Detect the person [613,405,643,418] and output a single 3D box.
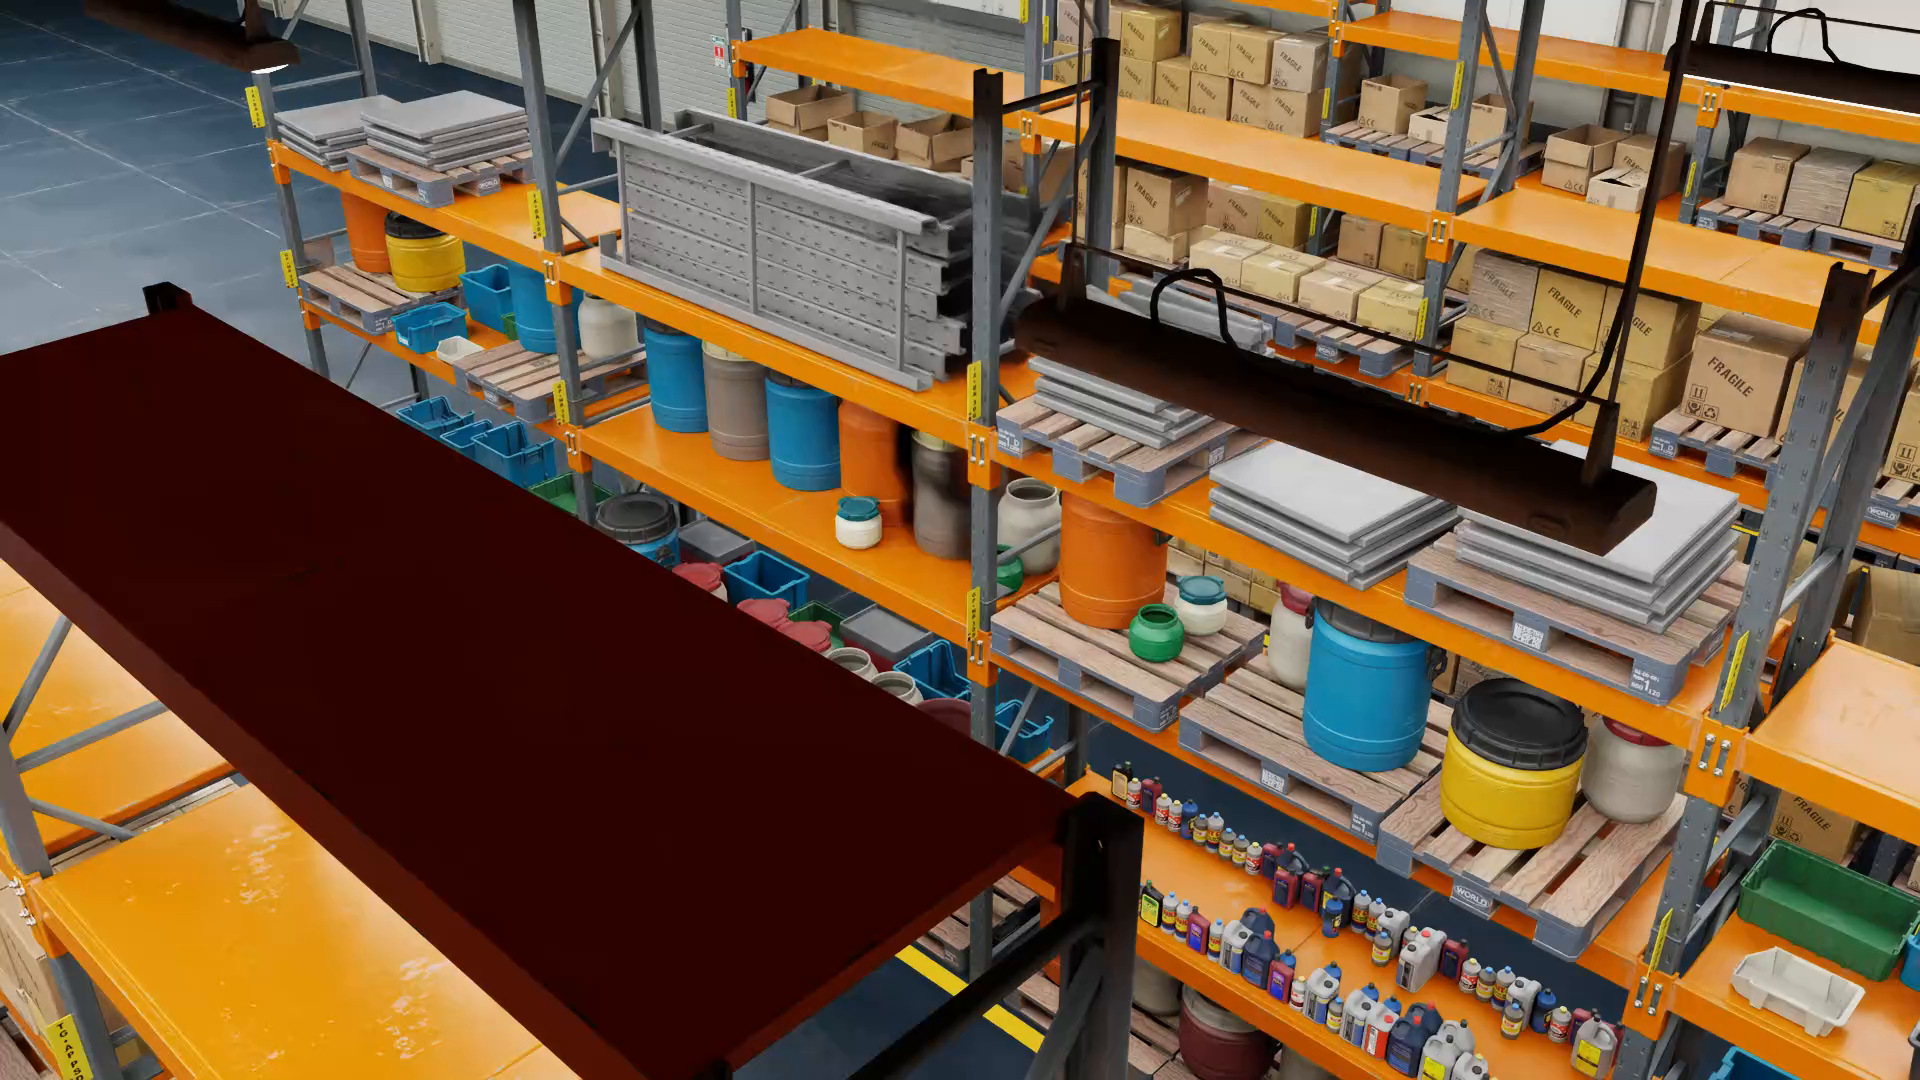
[{"bbox_3d":[-3.144,-0.710,15.994,0.798,1.591,0.438,21,36,32],"label":"person"}]
